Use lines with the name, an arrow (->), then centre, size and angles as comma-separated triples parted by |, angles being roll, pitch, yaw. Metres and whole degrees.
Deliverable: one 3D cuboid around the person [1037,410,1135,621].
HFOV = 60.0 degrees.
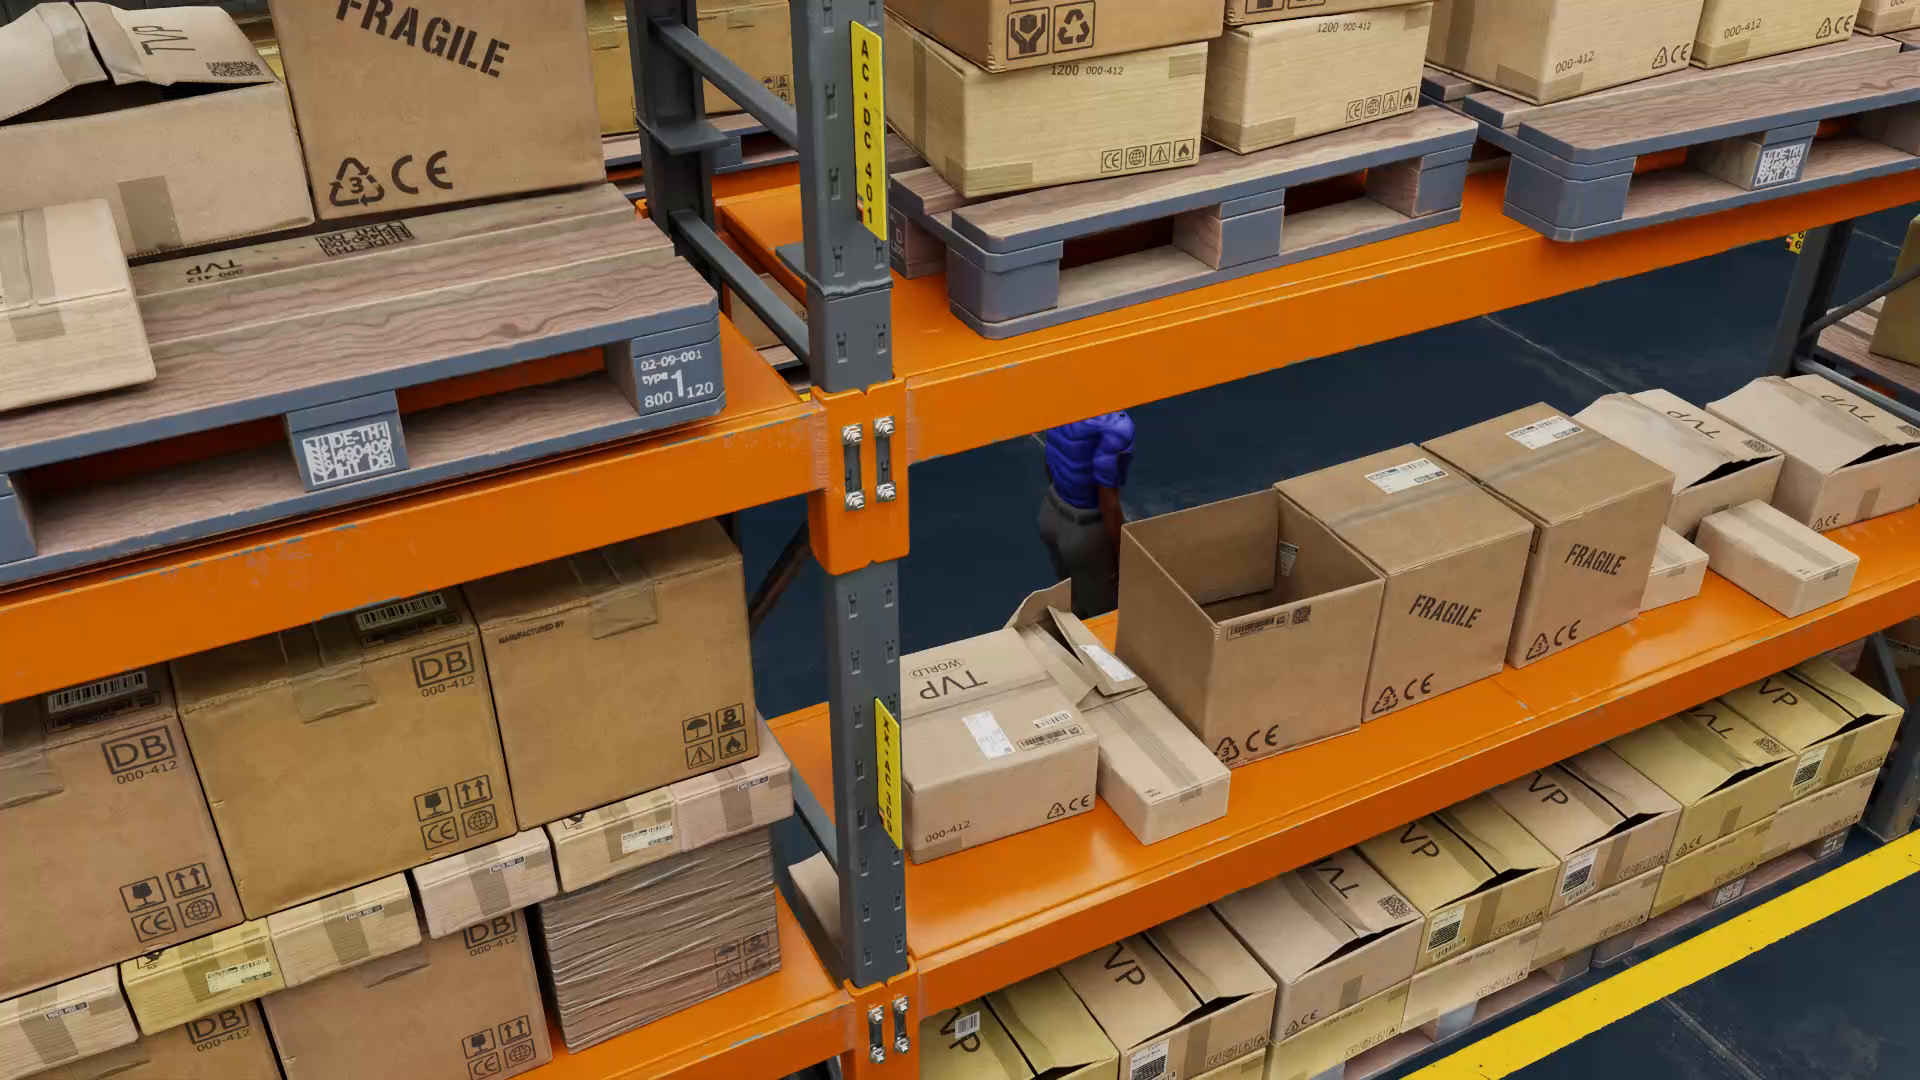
person -> 0.509, -0.046, 6.215 | 0.398, 1.654, 0.503 | -16, 36, -23
